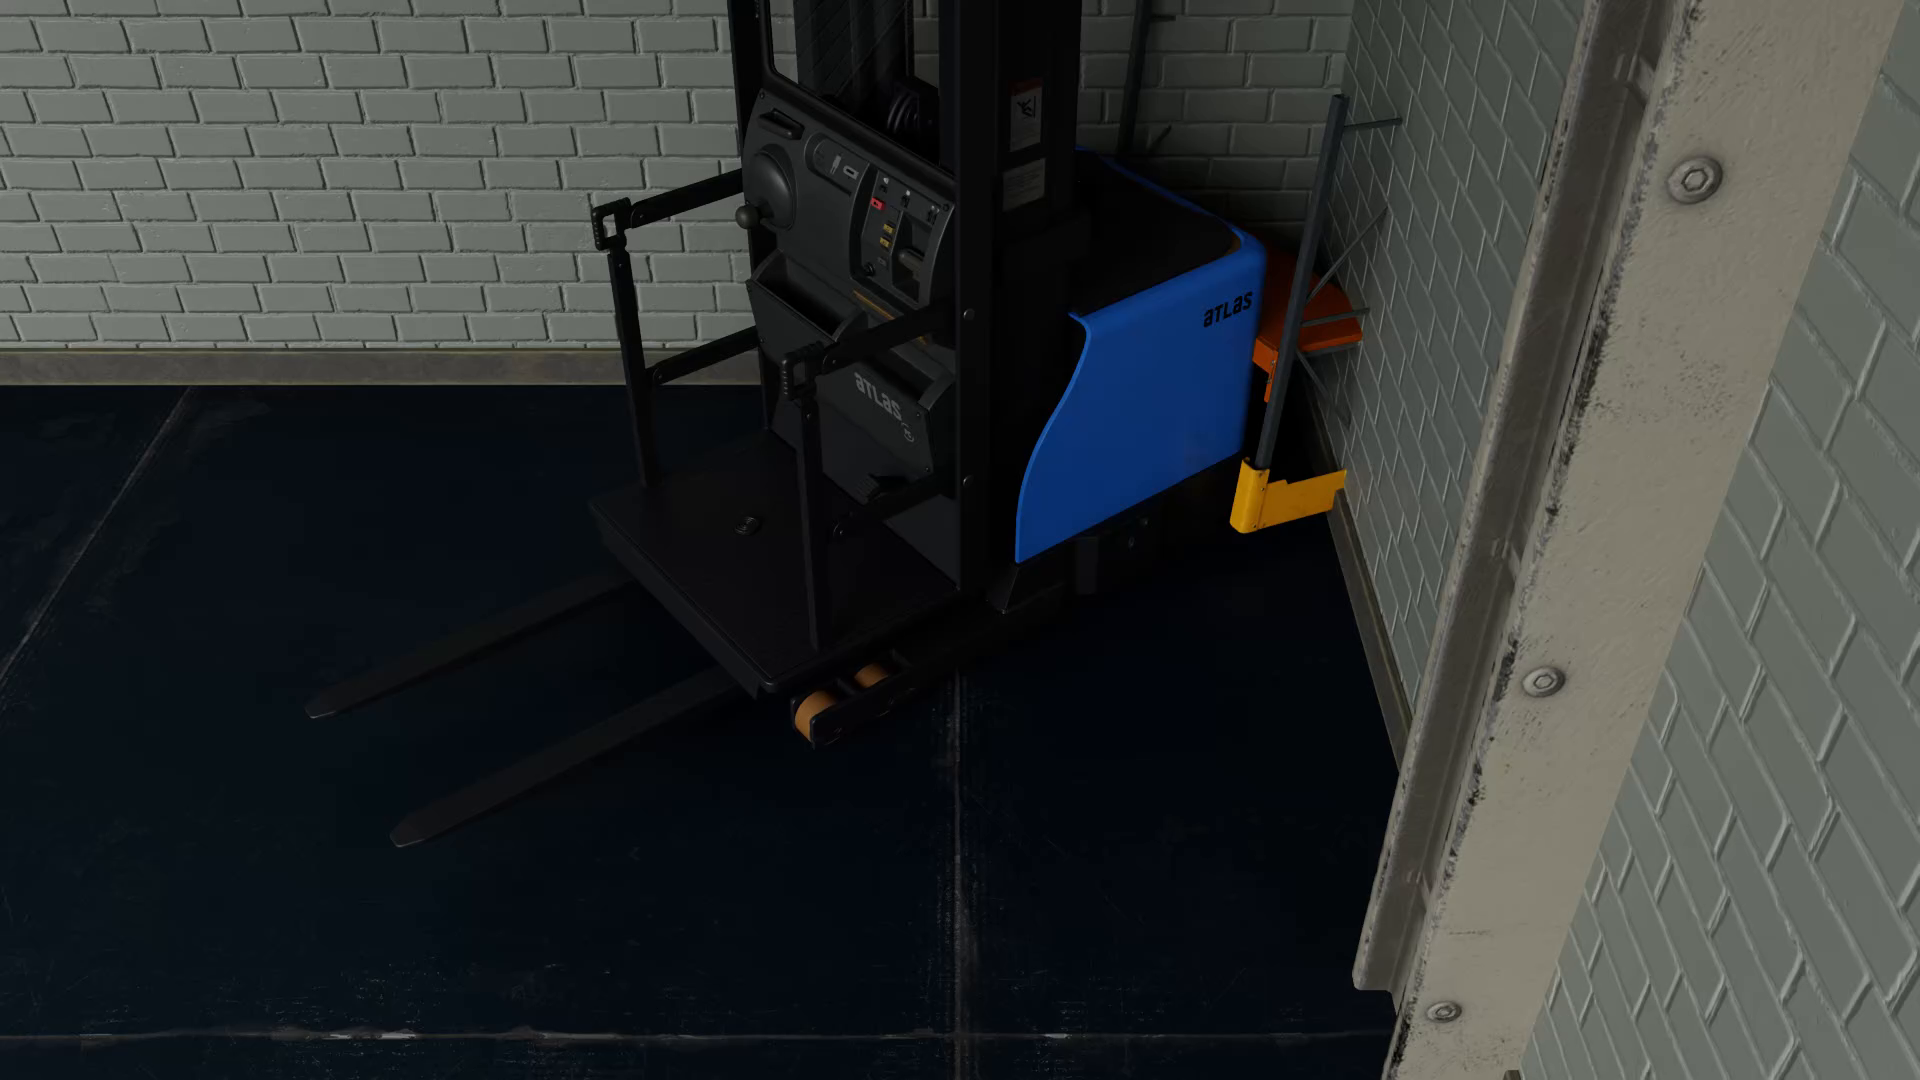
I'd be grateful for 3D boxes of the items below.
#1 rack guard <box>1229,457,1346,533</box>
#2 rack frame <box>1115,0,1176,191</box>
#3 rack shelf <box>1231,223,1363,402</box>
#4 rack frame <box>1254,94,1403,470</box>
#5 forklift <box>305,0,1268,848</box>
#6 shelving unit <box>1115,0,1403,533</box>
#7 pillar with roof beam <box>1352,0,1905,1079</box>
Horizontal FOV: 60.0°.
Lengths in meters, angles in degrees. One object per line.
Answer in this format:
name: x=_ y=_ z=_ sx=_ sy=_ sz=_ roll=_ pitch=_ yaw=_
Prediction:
rack guard: x=1.194 y=-0.207 z=5.680 sx=0.587 sy=0.250 sz=0.087 roll=-14 pitch=39 yaw=-25
rack frame: x=0.759 y=-1.260 z=6.033 sx=0.500 sy=1.500 sz=0.032 roll=-14 pitch=39 yaw=-25
rack shelf: x=0.987 y=-0.842 z=5.780 sx=0.538 sy=0.185 sz=1.000 roll=-14 pitch=39 yaw=-25
rack frame: x=1.242 y=-0.717 z=5.322 sx=0.500 sy=1.500 sz=0.032 roll=-14 pitch=39 yaw=-25
forklift: x=-0.491 y=-0.905 z=4.535 sx=3.031 sy=2.935 sz=1.130 roll=-26 pitch=45 yaw=-29
shelving unit: x=1.005 y=-0.984 z=5.671 sx=0.587 sy=1.500 sz=1.083 roll=-14 pitch=39 yaw=-25
pillar with roof beam: x=-3.128 y=-2.259 z=1.372 sx=9.100 sy=9.000 sz=0.400 roll=0 pitch=39 yaw=0
